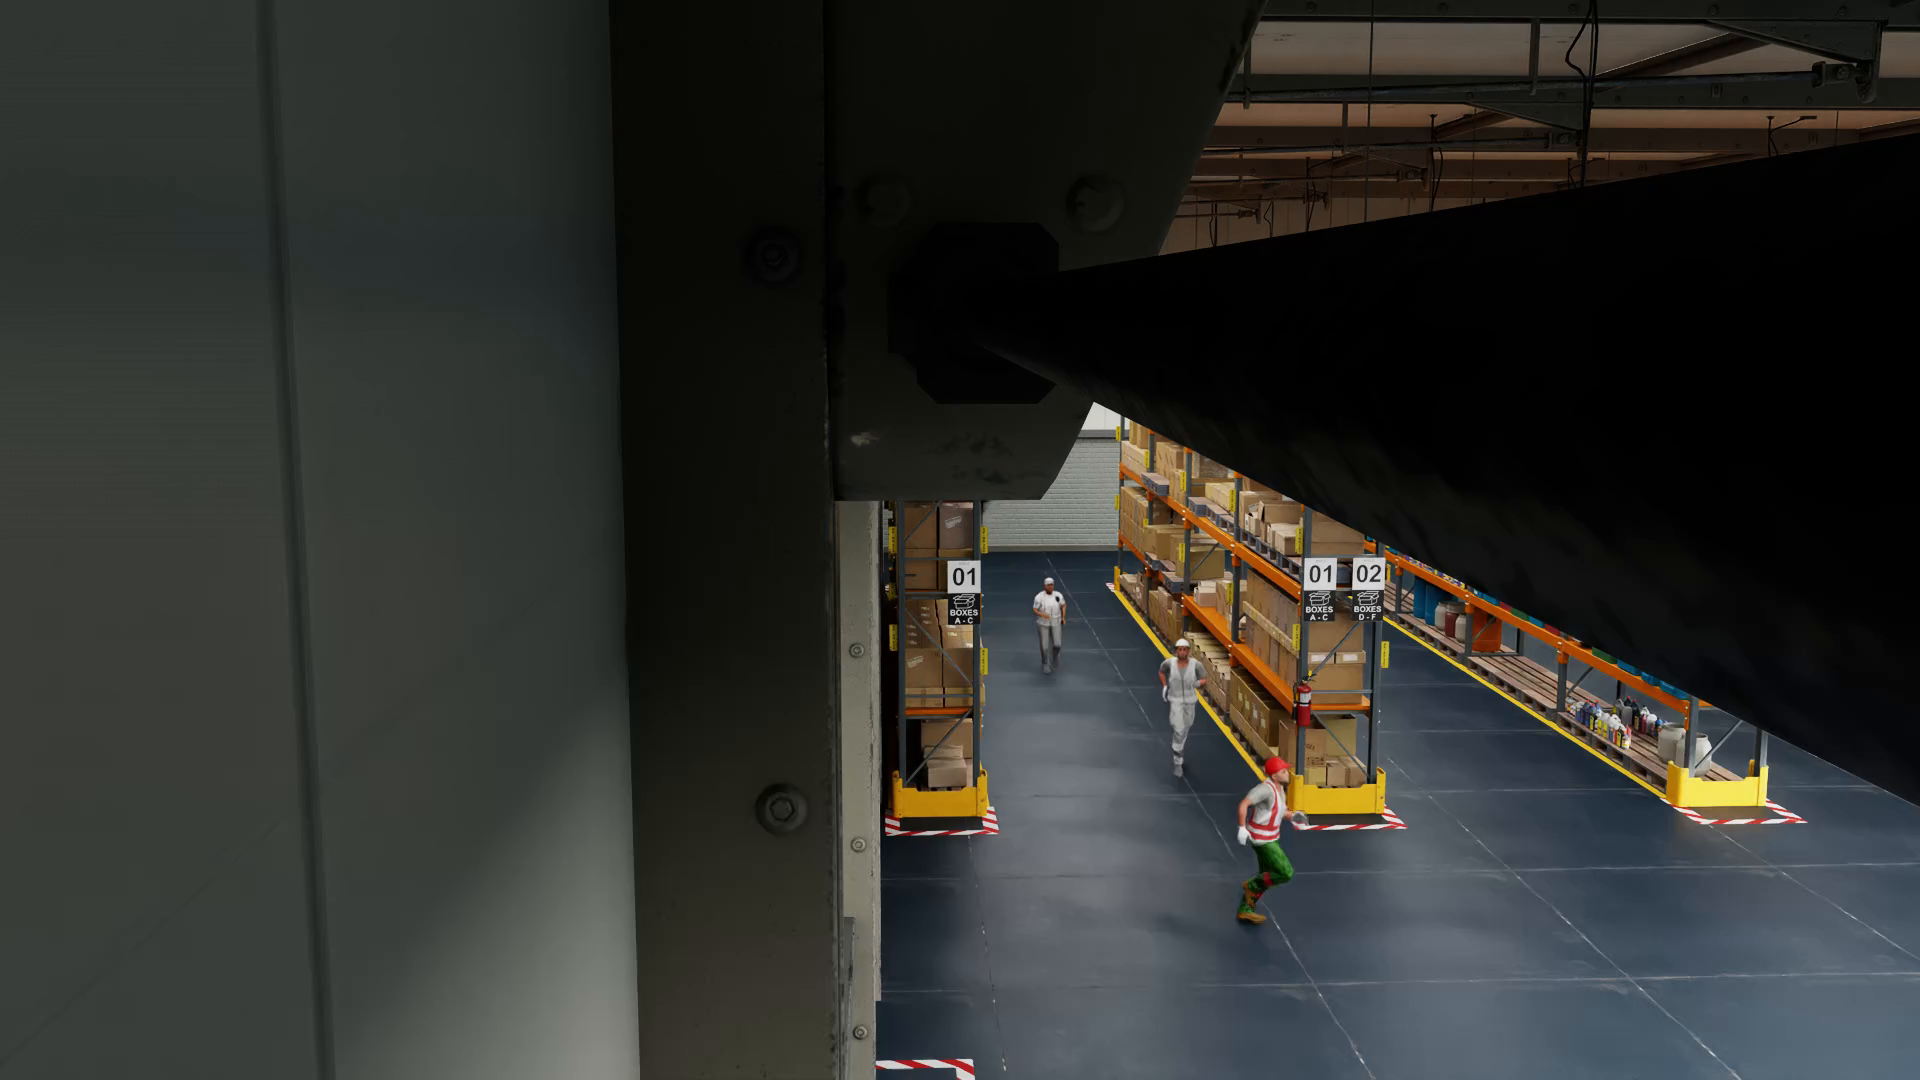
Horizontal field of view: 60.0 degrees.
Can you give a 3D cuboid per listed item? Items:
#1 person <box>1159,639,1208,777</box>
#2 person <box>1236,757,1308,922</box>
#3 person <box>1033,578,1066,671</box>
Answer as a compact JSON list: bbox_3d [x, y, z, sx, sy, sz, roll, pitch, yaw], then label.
[{"bbox_3d":[3.024,2.232,22.483,0.618,1.850,0.800,0,8,-2],"label":"person"},{"bbox_3d":[3.174,3.056,16.883,0.674,1.726,0.710,4,9,26],"label":"person"},{"bbox_3d":[1.541,1.460,28.330,0.592,1.618,0.577,-1,8,-4],"label":"person"}]
